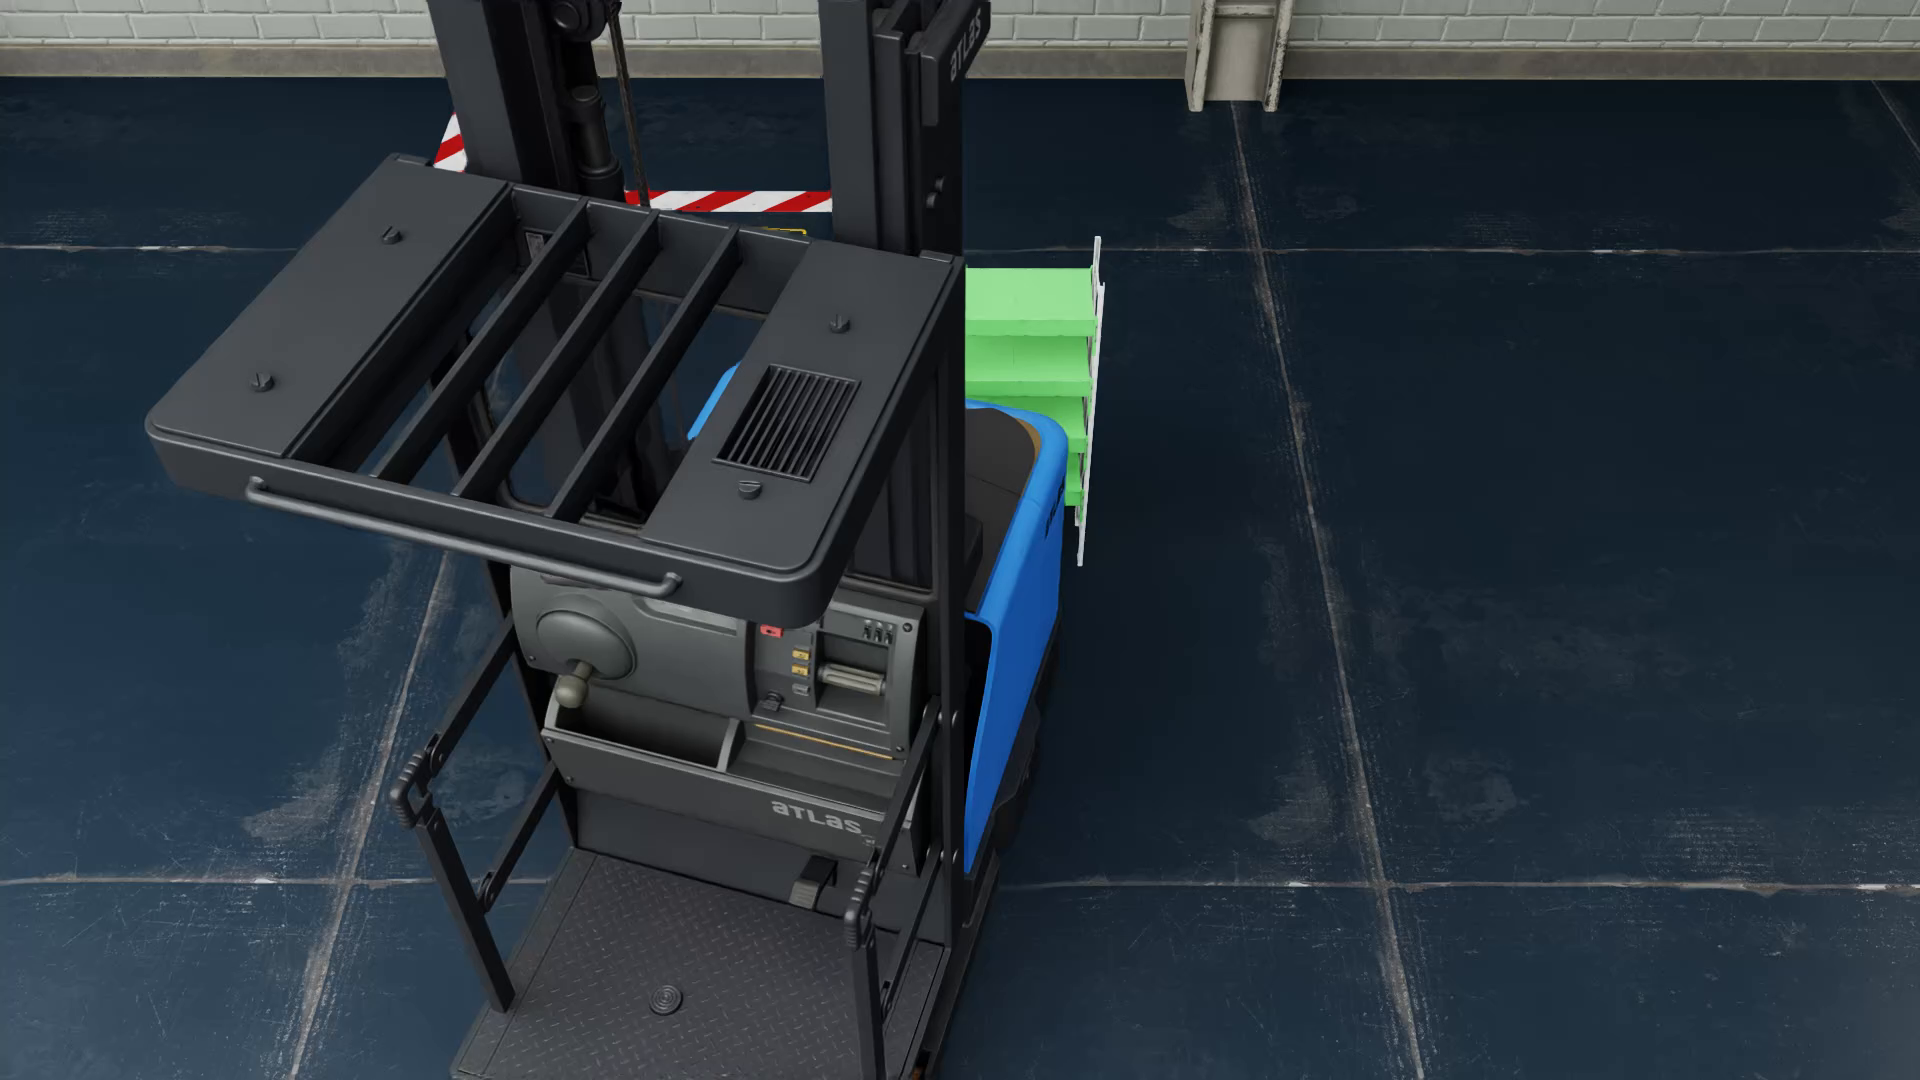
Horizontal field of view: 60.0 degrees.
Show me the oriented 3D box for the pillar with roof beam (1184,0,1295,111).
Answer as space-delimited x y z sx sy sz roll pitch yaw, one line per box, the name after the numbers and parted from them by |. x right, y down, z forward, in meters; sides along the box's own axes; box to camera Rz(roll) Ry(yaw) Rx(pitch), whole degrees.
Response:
1.229 -1.979 1.444 0.400 9.000 9.100 0 47 0 | pillar with roof beam

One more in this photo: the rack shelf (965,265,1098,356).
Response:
0.166 -0.692 5.006 0.480 0.148 0.258 0 47 0 | rack shelf

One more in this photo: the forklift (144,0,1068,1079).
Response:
-0.596 0.326 3.444 1.130 2.935 3.031 12 48 11 | forklift

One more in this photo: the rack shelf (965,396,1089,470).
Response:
0.166 -0.365 5.357 0.480 0.148 0.258 0 47 0 | rack shelf

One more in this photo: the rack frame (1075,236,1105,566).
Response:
0.410 -0.408 5.310 0.015 1.200 0.240 0 47 0 | rack frame

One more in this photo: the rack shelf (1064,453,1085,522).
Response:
0.166 -0.201 5.533 0.480 0.148 0.258 0 47 0 | rack shelf

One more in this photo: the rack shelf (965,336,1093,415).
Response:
0.166 -0.528 5.181 0.480 0.148 0.258 0 47 0 | rack shelf

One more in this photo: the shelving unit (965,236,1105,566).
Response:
0.166 -0.408 5.310 0.503 1.200 0.258 0 47 0 | shelving unit
